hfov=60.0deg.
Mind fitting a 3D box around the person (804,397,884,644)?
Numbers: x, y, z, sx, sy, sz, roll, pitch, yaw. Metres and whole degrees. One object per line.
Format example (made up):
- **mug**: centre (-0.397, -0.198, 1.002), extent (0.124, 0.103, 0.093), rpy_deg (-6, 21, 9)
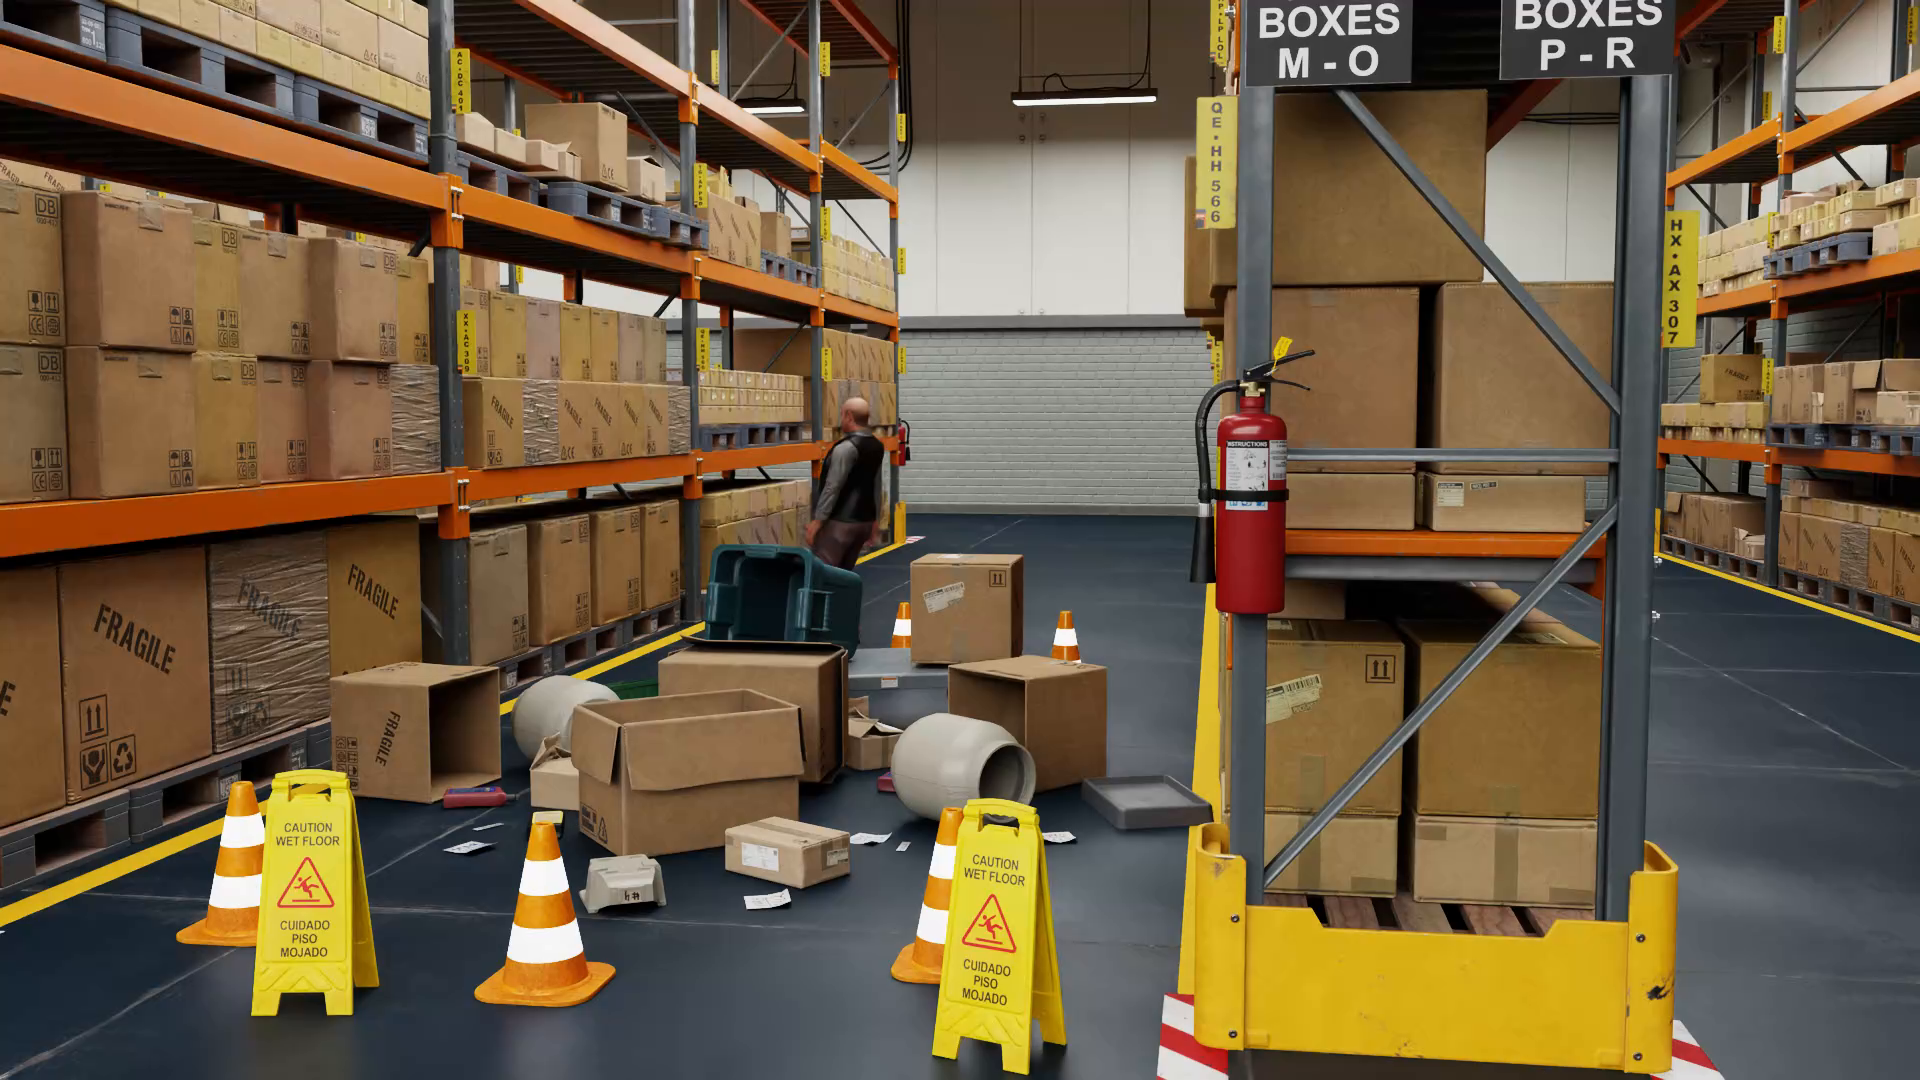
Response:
- **person**: centre (-0.805, -0.095, 11.110), extent (0.528, 1.709, 0.604), rpy_deg (2, 5, 25)
